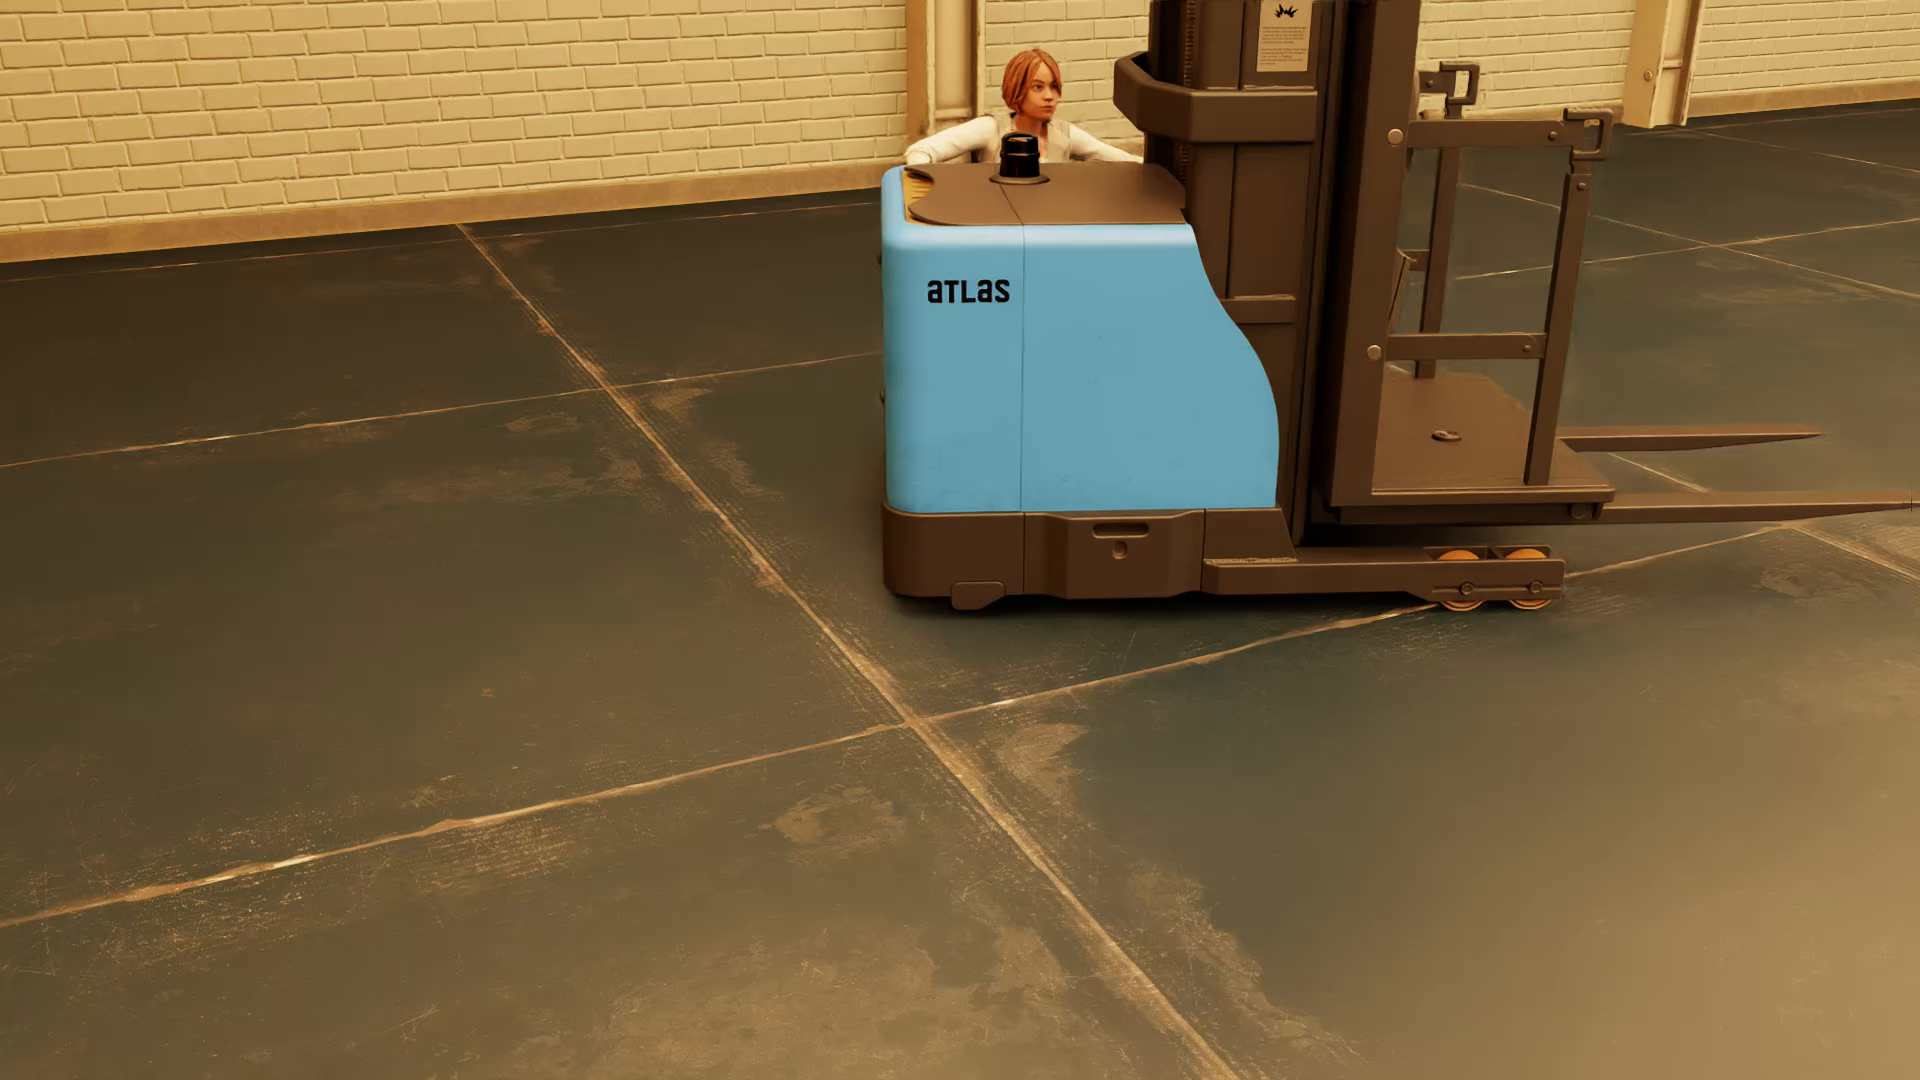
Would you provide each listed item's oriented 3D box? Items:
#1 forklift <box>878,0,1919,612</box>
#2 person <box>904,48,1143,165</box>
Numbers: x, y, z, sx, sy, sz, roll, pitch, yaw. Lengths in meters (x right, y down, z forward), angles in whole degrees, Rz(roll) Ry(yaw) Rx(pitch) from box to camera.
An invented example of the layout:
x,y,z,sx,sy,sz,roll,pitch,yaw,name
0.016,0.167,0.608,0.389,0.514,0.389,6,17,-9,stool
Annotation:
x,y,z,sx,sy,sz,roll,pitch,yaw,name
1.281,-1.358,4.555,3.031,2.935,1.130,-1,23,-3,forklift
0.271,-0.848,5.343,0.906,1.365,0.754,-12,25,-27,person
